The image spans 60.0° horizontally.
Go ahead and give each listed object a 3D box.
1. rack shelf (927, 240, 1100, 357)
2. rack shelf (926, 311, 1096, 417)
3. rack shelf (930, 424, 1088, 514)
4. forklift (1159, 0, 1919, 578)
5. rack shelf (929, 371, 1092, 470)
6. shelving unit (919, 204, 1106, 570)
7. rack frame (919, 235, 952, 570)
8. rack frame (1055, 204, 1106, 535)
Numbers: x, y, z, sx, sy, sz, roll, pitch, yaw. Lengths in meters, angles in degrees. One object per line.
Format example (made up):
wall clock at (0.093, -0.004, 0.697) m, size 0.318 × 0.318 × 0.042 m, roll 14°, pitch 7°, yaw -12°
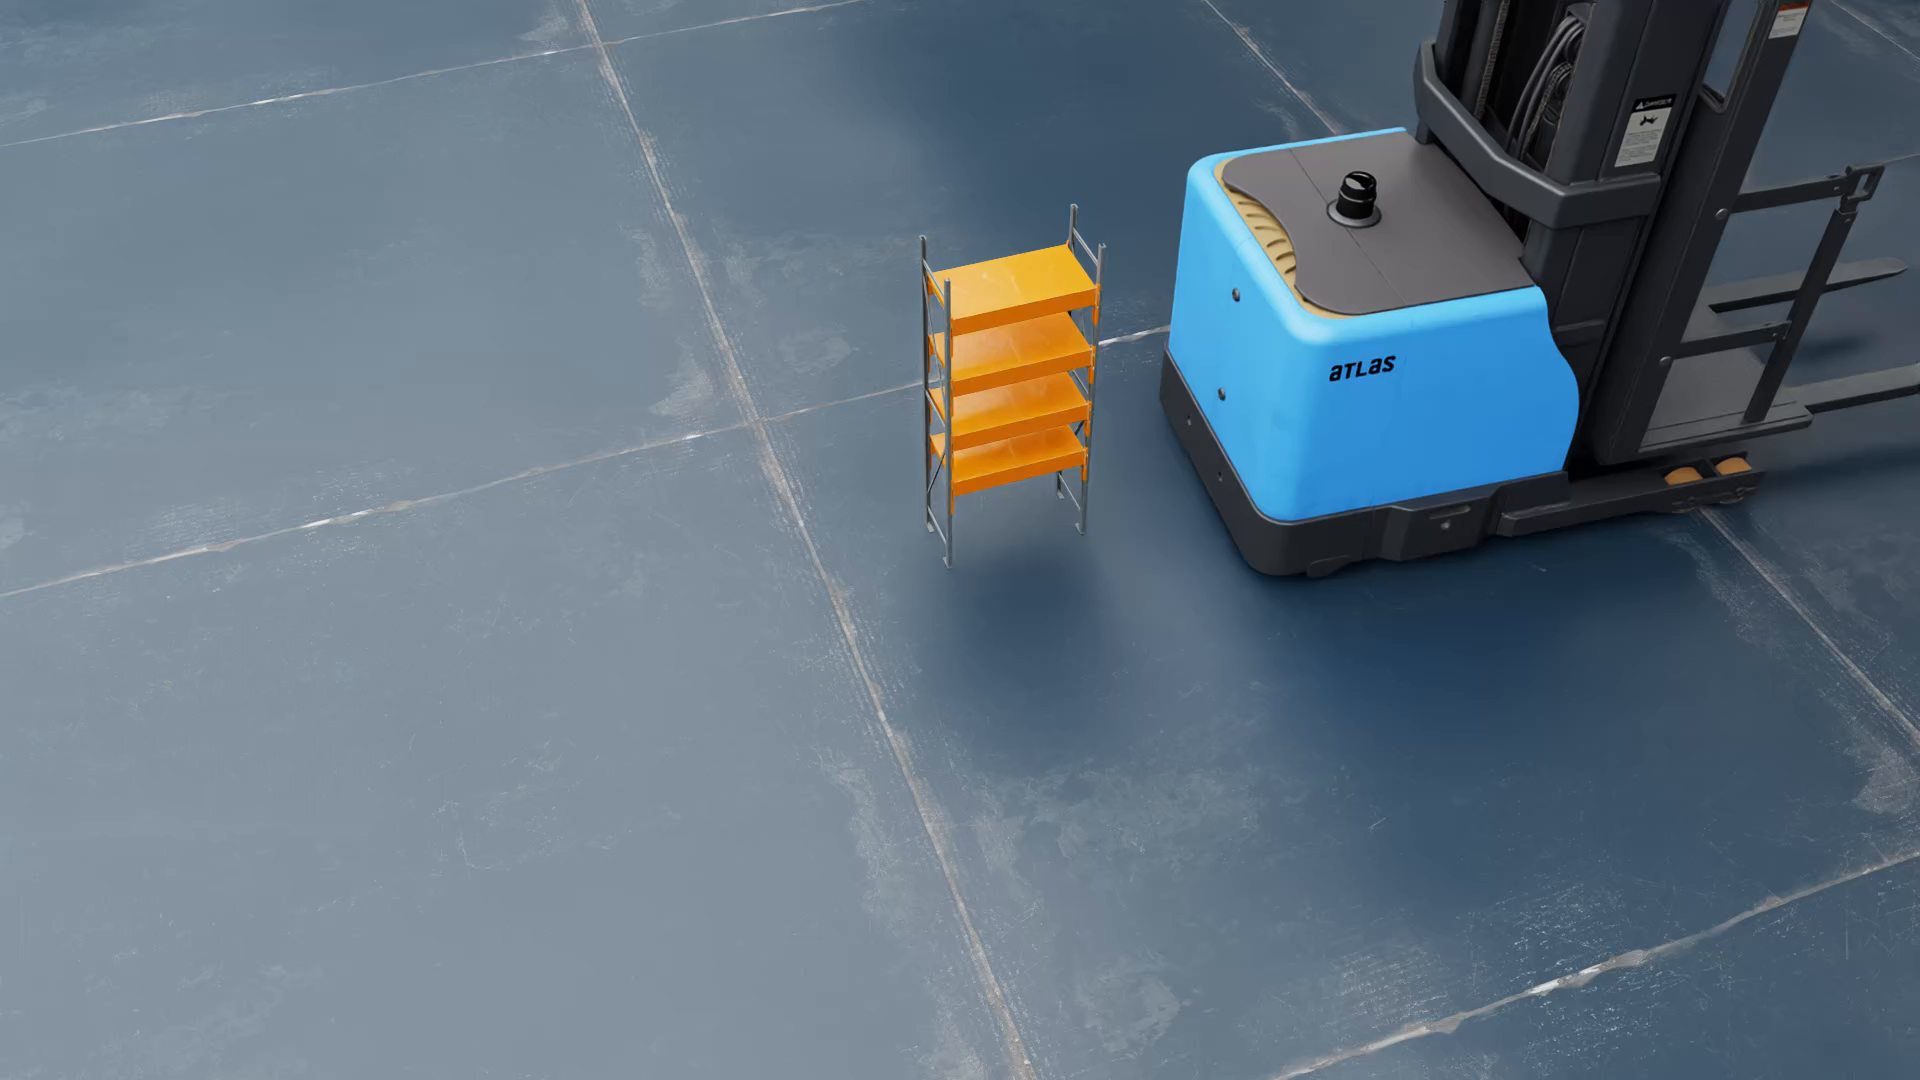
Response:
rack shelf at (0.156, -0.741, 5.086) m, size 0.480 × 0.148 × 0.258 m, roll -14°, pitch 47°, yaw -14°
rack shelf at (0.156, -0.574, 5.254) m, size 0.480 × 0.148 × 0.258 m, roll -14°, pitch 47°, yaw -14°
rack shelf at (0.156, -0.276, 5.553) m, size 0.480 × 0.148 × 0.258 m, roll -14°, pitch 47°, yaw -14°
forklift at (2.313, -1.480, 5.155) m, size 3.031 × 2.935 × 1.130 m, roll -11°, pitch 46°, yaw -10°
rack shelf at (0.156, -0.416, 5.412) m, size 0.480 × 0.148 × 0.258 m, roll -14°, pitch 47°, yaw -14°
shelving unit at (0.156, -0.463, 5.365) m, size 0.503 × 1.200 × 0.258 m, roll -14°, pitch 47°, yaw -14°
rack frame at (-0.074, -0.405, 5.306) m, size 0.015 × 1.200 × 0.240 m, roll -14°, pitch 47°, yaw -14°
rack frame at (0.385, -0.522, 5.423) m, size 0.015 × 1.200 × 0.240 m, roll -14°, pitch 47°, yaw -14°
